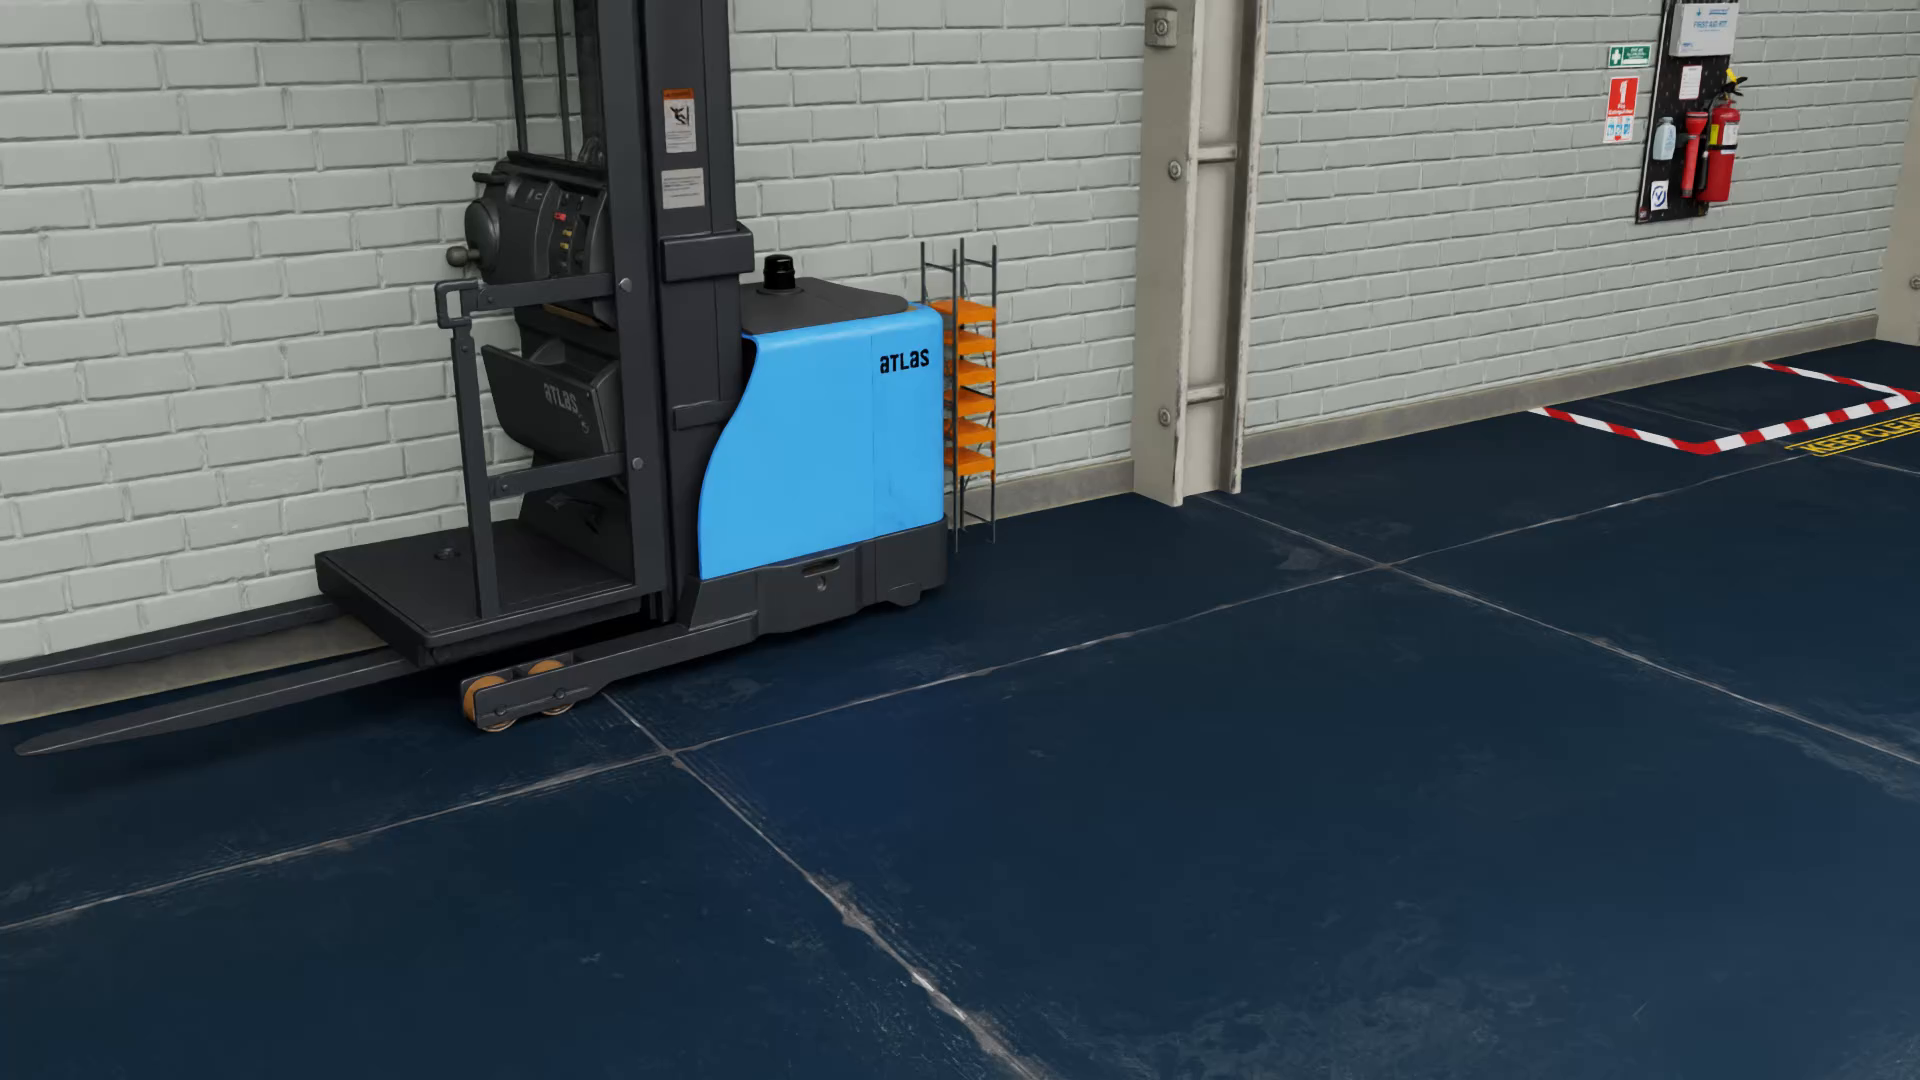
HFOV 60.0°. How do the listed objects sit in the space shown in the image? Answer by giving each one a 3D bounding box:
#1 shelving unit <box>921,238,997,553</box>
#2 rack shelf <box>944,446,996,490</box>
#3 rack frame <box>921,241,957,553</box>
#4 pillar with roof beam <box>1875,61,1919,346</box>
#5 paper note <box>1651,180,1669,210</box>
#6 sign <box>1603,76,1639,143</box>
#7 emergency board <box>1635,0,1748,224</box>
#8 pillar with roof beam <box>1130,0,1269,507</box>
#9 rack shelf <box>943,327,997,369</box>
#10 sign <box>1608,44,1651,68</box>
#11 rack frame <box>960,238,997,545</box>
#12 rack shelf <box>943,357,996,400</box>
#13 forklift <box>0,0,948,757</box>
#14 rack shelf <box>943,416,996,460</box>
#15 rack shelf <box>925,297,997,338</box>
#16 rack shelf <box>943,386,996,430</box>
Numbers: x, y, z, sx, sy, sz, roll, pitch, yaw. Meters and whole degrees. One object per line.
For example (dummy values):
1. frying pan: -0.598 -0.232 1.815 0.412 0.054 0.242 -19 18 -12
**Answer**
1. shelving unit: -0.005 -0.564 6.539 0.189 1.200 0.258 -12 22 -32
2. rack shelf: -0.005 -0.294 6.630 0.180 0.103 0.258 -12 22 -32
3. rack frame: -0.081 -0.547 6.490 0.006 1.200 0.240 -12 22 -32
4. pillar with roof beam: 8.379 -4.387 5.671 0.400 9.000 9.100 -12 22 -31
5. paper note: 3.740 -1.842 8.884 0.142 0.148 0.016 -12 22 -31
6. sign: 3.407 -2.219 8.568 0.234 0.329 0.001 -12 22 -31
7. emergency board: 3.926 -2.272 8.781 0.643 1.169 0.194 -12 22 -31
8. pillar with roof beam: 3.367 -3.330 2.545 0.400 9.000 9.100 -12 22 -31
9. rack shelf: -0.005 -0.749 6.477 0.180 0.103 0.258 -12 22 -32
10. sign: 3.416 -2.468 8.479 0.331 0.109 0.001 -12 22 -31
11. rack frame: 0.071 -0.580 6.588 0.006 1.200 0.240 -12 22 -32
12. rack shelf: -0.005 -0.635 6.515 0.180 0.103 0.258 -12 22 -32
13. forklift: -1.508 -0.998 5.122 3.031 2.935 1.130 -15 23 -37
14. rack shelf: -0.005 -0.408 6.592 0.180 0.103 0.258 -12 22 -32
15. rack shelf: -0.005 -0.863 6.438 0.180 0.103 0.258 -12 22 -32
16. rack shelf: -0.005 -0.522 6.553 0.180 0.103 0.258 -12 22 -32
